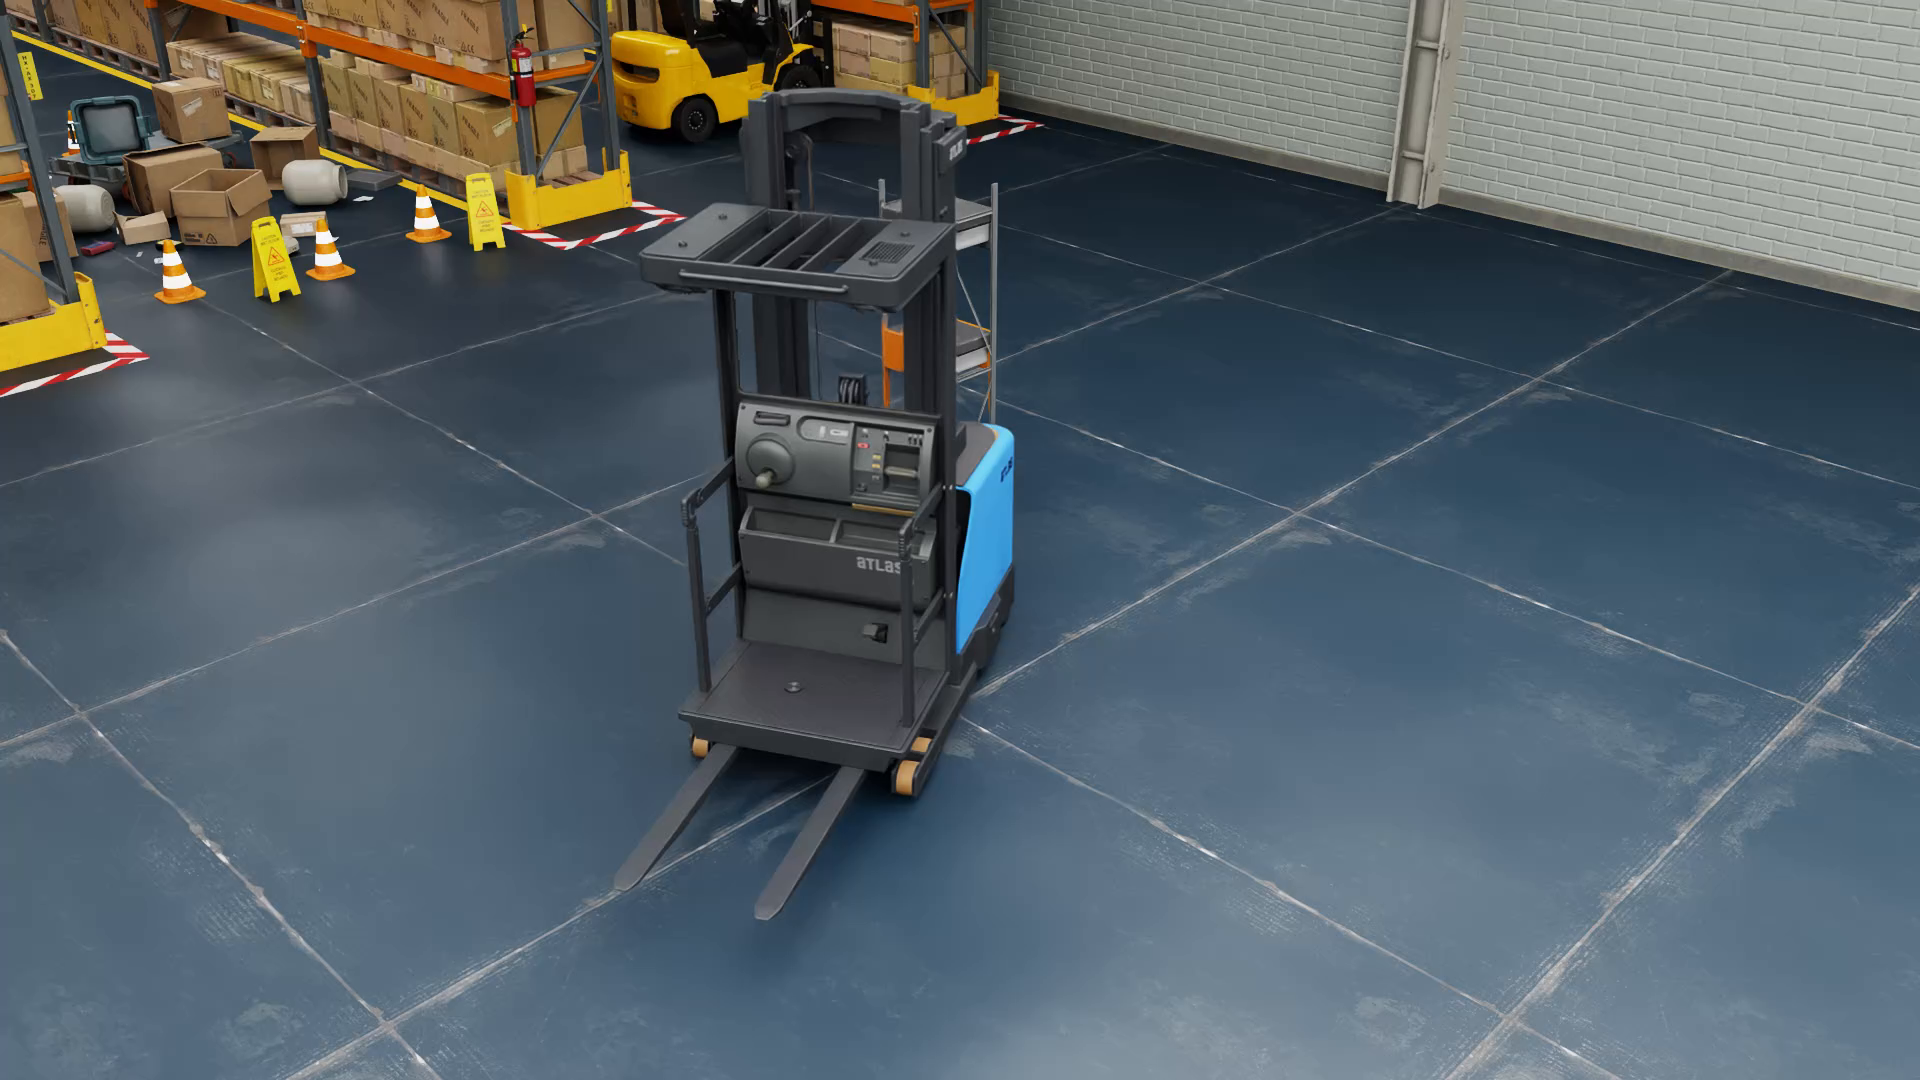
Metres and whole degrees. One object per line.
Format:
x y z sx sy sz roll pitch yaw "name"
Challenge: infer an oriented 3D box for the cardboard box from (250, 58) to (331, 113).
-7.306 -5.080 18.560 0.950 0.372 0.625 -23 35 -36 "cardboard box"

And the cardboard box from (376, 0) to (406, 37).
-5.199 -5.110 15.819 0.500 0.500 0.500 -25 37 -39 "cardboard box"

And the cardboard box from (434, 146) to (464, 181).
-4.692 -3.663 15.996 0.500 0.250 0.500 25 37 39 "cardboard box"

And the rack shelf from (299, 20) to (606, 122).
-4.989 -4.682 16.204 4.000 0.370 1.077 25 36 38 "rack shelf"

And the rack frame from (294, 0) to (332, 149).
-6.415 -5.653 17.278 0.127 3.000 1.000 25 36 38 "rack frame"

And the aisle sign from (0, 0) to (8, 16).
-6.700 -3.899 11.149 0.004 0.787 0.394 25 36 38 "aisle sign"

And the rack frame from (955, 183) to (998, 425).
0.056 -0.904 9.213 0.015 2.100 0.400 25 36 38 "rack frame"

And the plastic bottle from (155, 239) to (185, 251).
-6.964 -2.588 14.606 0.283 0.061 0.133 12 30 22 "plastic bottle"

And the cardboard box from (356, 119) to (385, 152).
-5.795 -4.169 16.960 0.500 0.250 0.500 -23 35 -36 "cardboard box"

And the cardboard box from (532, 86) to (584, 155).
-3.962 -4.011 15.853 0.500 0.500 0.500 23 36 37 "cardboard box"

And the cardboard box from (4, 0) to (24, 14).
-13.131 -7.848 23.753 0.875 0.438 0.875 23 36 37 "cardboard box"

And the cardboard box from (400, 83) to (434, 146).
-5.046 -4.160 16.135 0.500 0.500 0.500 24 36 37 "cardboard box"

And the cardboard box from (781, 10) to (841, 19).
-1.724 -5.948 19.269 0.500 0.250 0.500 24 36 37 "cardboard box"

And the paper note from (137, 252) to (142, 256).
-7.138 -2.487 14.470 0.032 0.001 0.123 -7 29 -14 "paper note"

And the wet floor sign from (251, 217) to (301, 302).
-5.552 -2.278 13.389 0.232 0.644 0.267 18 33 30 "wet floor sign"

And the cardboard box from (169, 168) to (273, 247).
-6.590 -2.976 14.869 0.637 0.503 0.797 2 28 4 "cardboard box"

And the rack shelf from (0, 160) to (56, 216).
-8.387 -3.006 13.018 4.000 0.370 1.077 25 36 38 "rack shelf"

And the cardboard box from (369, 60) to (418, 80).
-5.575 -4.644 16.360 0.380 0.149 0.250 -23 35 -36 "cardboard box"

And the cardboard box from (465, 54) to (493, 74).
-4.238 -4.334 15.039 0.250 0.149 0.380 24 36 38 "cardboard box"

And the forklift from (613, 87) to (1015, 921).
-0.624 -0.341 7.249 1.130 2.935 3.031 8 29 15 "forklift"

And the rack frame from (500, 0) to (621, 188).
-3.563 -4.348 14.796 0.127 3.000 1.000 25 36 38 "rack frame"

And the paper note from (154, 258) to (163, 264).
-6.859 -2.419 14.319 0.144 0.017 0.142 -13 30 -22 "paper note"

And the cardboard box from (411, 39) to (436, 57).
-4.941 -4.682 15.701 0.250 0.149 0.380 24 36 38 "cardboard box"

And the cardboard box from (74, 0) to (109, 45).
-10.972 -7.041 21.749 0.875 0.875 0.875 -24 36 -38 "cardboard box"

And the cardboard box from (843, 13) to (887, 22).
-1.003 -5.956 19.283 0.500 0.250 0.500 24 36 38 "cardboard box"

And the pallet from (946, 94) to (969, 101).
-0.660 -4.998 19.028 1.213 0.211 1.003 25 36 38 "pallet"

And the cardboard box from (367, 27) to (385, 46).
-5.510 -4.912 16.139 0.250 0.149 0.380 25 37 39 "cardboard box"

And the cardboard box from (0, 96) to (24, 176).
-7.258 -2.845 11.776 0.550 0.550 0.875 25 36 38 "cardboard box"

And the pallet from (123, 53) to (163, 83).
-9.777 -6.006 20.946 1.213 0.211 1.003 25 36 38 "pallet"

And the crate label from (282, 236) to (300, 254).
-5.914 -2.550 14.452 0.298 0.136 0.250 7 29 13 "crate label"

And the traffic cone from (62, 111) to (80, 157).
-9.189 -4.233 17.303 0.334 0.463 0.336 25 36 38 "traffic cone"

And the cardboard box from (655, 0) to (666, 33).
-3.318 -6.603 21.185 0.875 0.625 0.625 -23 36 -37 "cardboard box"

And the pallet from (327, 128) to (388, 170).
-5.911 -4.211 17.533 1.213 0.211 1.003 25 36 38 "pallet"

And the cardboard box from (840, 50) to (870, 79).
-1.002 -5.409 18.780 0.500 0.250 0.500 24 36 38 "cardboard box"

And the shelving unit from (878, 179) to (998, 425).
-0.118 -0.983 9.364 0.503 2.100 0.431 25 36 38 "shelving unit"

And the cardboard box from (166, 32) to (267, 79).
-8.872 -5.793 19.917 0.625 0.372 0.950 22 35 35 "cardboard box"

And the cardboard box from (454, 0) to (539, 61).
-4.143 -4.610 14.866 0.500 0.500 0.500 24 36 38 "cardboard box"

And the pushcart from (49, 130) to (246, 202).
-7.978 -3.720 16.418 0.936 0.377 1.648 12 30 22 "pushcart"

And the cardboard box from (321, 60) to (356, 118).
-6.184 -4.672 17.109 0.500 0.500 0.500 -23 36 -37 "cardboard box"

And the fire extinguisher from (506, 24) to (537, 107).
-3.804 -4.123 14.452 0.183 0.674 0.296 25 36 38 "fire extinguisher"

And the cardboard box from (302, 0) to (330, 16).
-6.297 -5.593 16.737 0.500 0.500 0.500 24 36 38 "cardboard box"

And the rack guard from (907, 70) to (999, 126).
-0.068 -4.882 18.498 0.348 0.500 1.175 25 36 38 "rack guard"

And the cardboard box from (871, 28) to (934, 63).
-0.632 -5.455 18.329 0.500 0.250 0.500 -24 36 -38 "cardboard box"

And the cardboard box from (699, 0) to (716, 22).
-2.813 -6.451 20.224 0.500 0.250 0.500 24 36 38 "cardboard box"

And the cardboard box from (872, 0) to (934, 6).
-0.621 -6.114 18.047 0.500 0.500 0.500 24 36 37 "cardboard box"

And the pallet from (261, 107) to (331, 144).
-6.971 -4.672 18.409 1.213 0.211 1.003 25 36 38 "pallet"

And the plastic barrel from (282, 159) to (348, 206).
-6.097 -3.379 15.722 0.512 0.421 0.421 -3 28 -5 "plastic barrel"

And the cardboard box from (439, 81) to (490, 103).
-4.626 -4.208 15.531 0.380 0.149 0.250 -24 36 -38 "cardboard box"

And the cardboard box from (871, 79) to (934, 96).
-0.642 -5.014 18.565 0.500 0.250 0.500 25 37 39 "cardboard box"

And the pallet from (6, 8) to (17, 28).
-13.481 -7.701 24.170 1.213 0.211 1.003 25 36 38 "pallet"

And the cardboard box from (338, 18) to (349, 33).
-5.988 -5.191 16.669 0.250 0.149 0.380 24 36 38 "cardboard box"

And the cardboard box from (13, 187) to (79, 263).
-7.987 -2.706 14.357 0.500 0.500 0.500 -18 33 -31 "cardboard box"
